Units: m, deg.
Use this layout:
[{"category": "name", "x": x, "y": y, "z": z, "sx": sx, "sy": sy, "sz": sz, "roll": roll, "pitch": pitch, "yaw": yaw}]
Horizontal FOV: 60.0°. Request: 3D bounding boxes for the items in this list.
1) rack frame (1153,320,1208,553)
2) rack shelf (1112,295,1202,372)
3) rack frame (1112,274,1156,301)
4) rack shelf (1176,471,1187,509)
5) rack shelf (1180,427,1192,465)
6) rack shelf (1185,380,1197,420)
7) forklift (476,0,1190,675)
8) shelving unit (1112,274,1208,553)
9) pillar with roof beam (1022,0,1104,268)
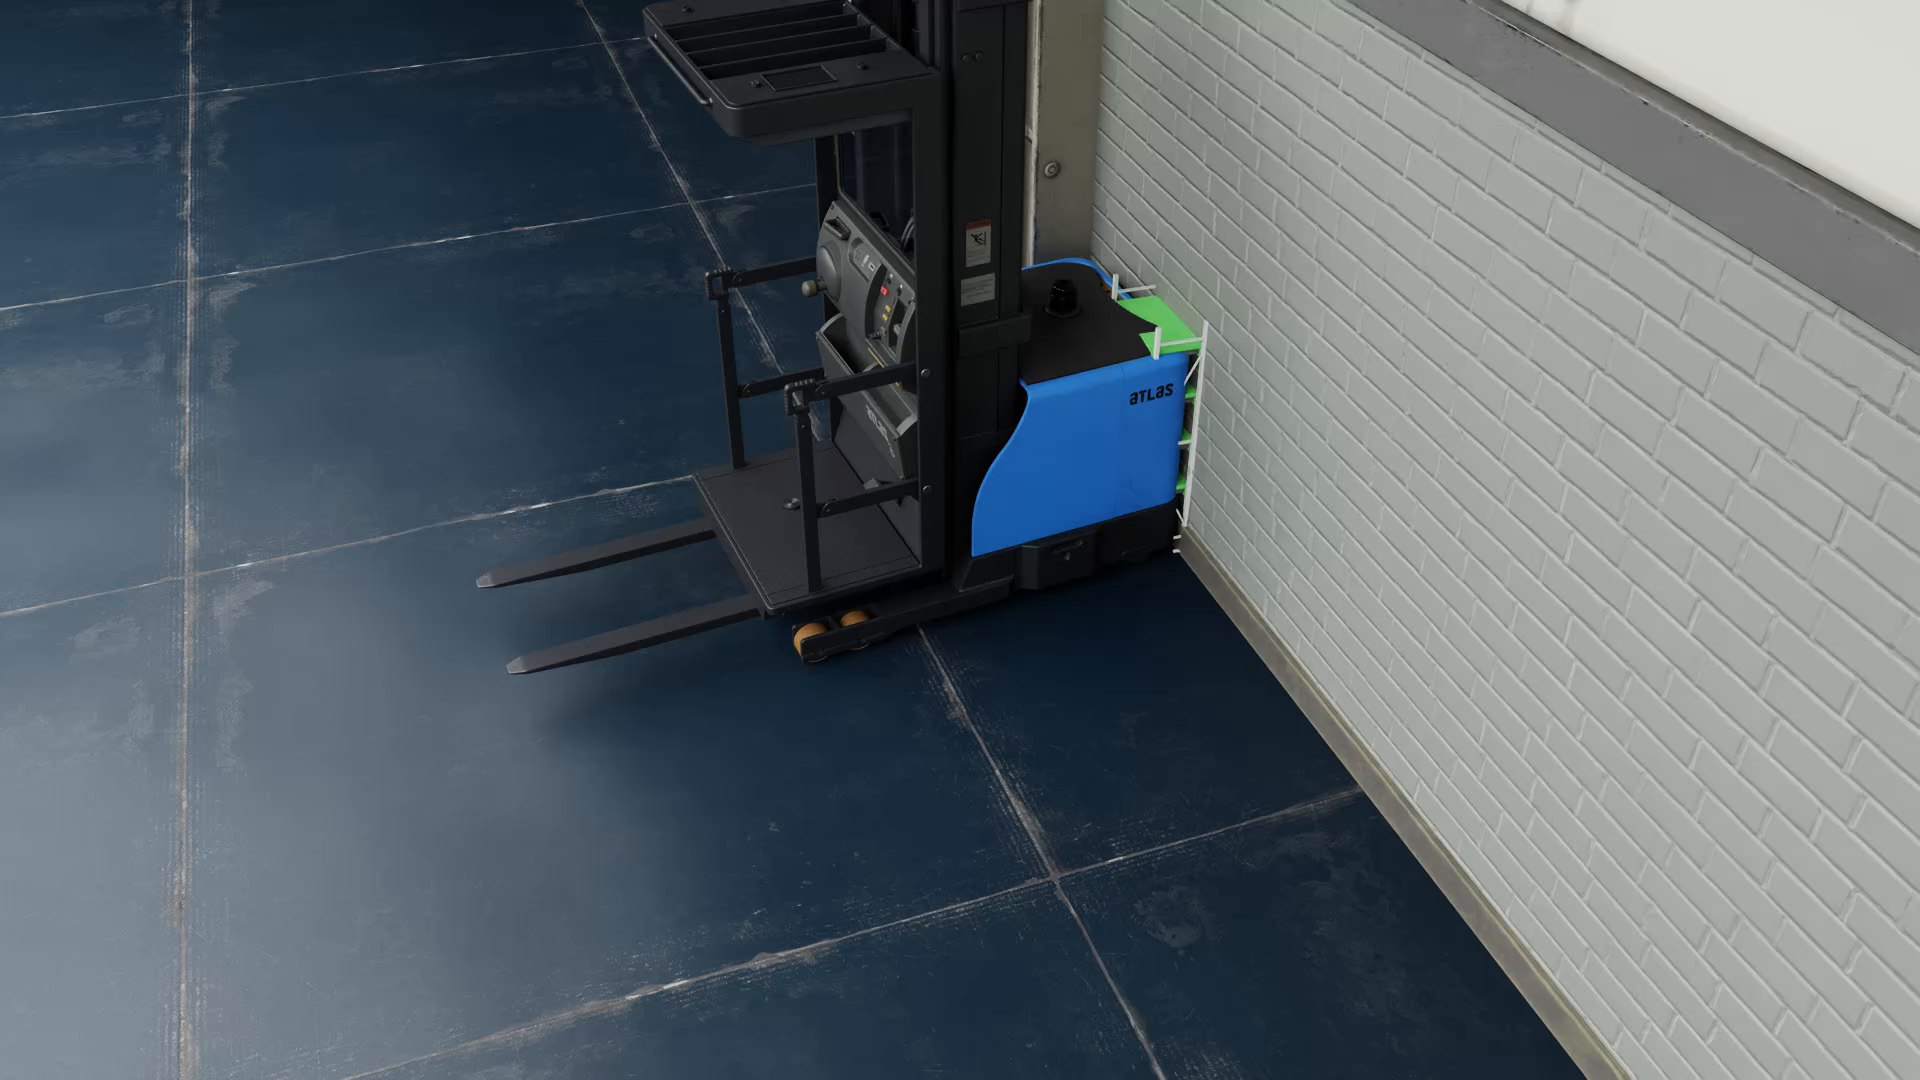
[{"category": "rack frame", "x": 0.924, "y": -0.417, "z": 7.284, "sx": 0.240, "sy": 1.200, "sz": 0.015, "roll": -10, "pitch": 38, "yaw": -14}, {"category": "rack shelf", "x": 0.857, "y": -0.891, "z": 7.224, "sx": 0.258, "sy": 0.148, "sz": 0.480, "roll": -10, "pitch": 38, "yaw": -14}, {"category": "rack frame", "x": 0.782, "y": -0.695, "z": 7.659, "sx": 0.240, "sy": 1.200, "sz": 0.015, "roll": -10, "pitch": 38, "yaw": -14}, {"category": "rack shelf", "x": 0.850, "y": -0.311, "z": 7.652, "sx": 0.258, "sy": 0.148, "sz": 0.480, "roll": -10, "pitch": 38, "yaw": -14}, {"category": "rack shelf", "x": 0.852, "y": -0.504, "z": 7.509, "sx": 0.258, "sy": 0.148, "sz": 0.480, "roll": -10, "pitch": 38, "yaw": -14}, {"category": "rack shelf", "x": 0.855, "y": -0.698, "z": 7.367, "sx": 0.258, "sy": 0.148, "sz": 0.480, "roll": -10, "pitch": 38, "yaw": -14}, {"category": "forklift", "x": -0.568, "y": -1.015, "z": 6.662, "sx": 3.031, "sy": 2.935, "sz": 1.130, "roll": -15, "pitch": 40, "yaw": -19}, {"category": "shelving unit", "x": 0.853, "y": -0.556, "z": 7.471, "sx": 0.258, "sy": 1.200, "sz": 0.503, "roll": -10, "pitch": 38, "yaw": -14}, {"category": "pillar with roof beam", "x": -3.618, "y": -3.404, "z": 4.789, "sx": 9.100, "sy": 9.000, "sz": 0.400, "roll": -12, "pitch": 39, "yaw": -16}]
